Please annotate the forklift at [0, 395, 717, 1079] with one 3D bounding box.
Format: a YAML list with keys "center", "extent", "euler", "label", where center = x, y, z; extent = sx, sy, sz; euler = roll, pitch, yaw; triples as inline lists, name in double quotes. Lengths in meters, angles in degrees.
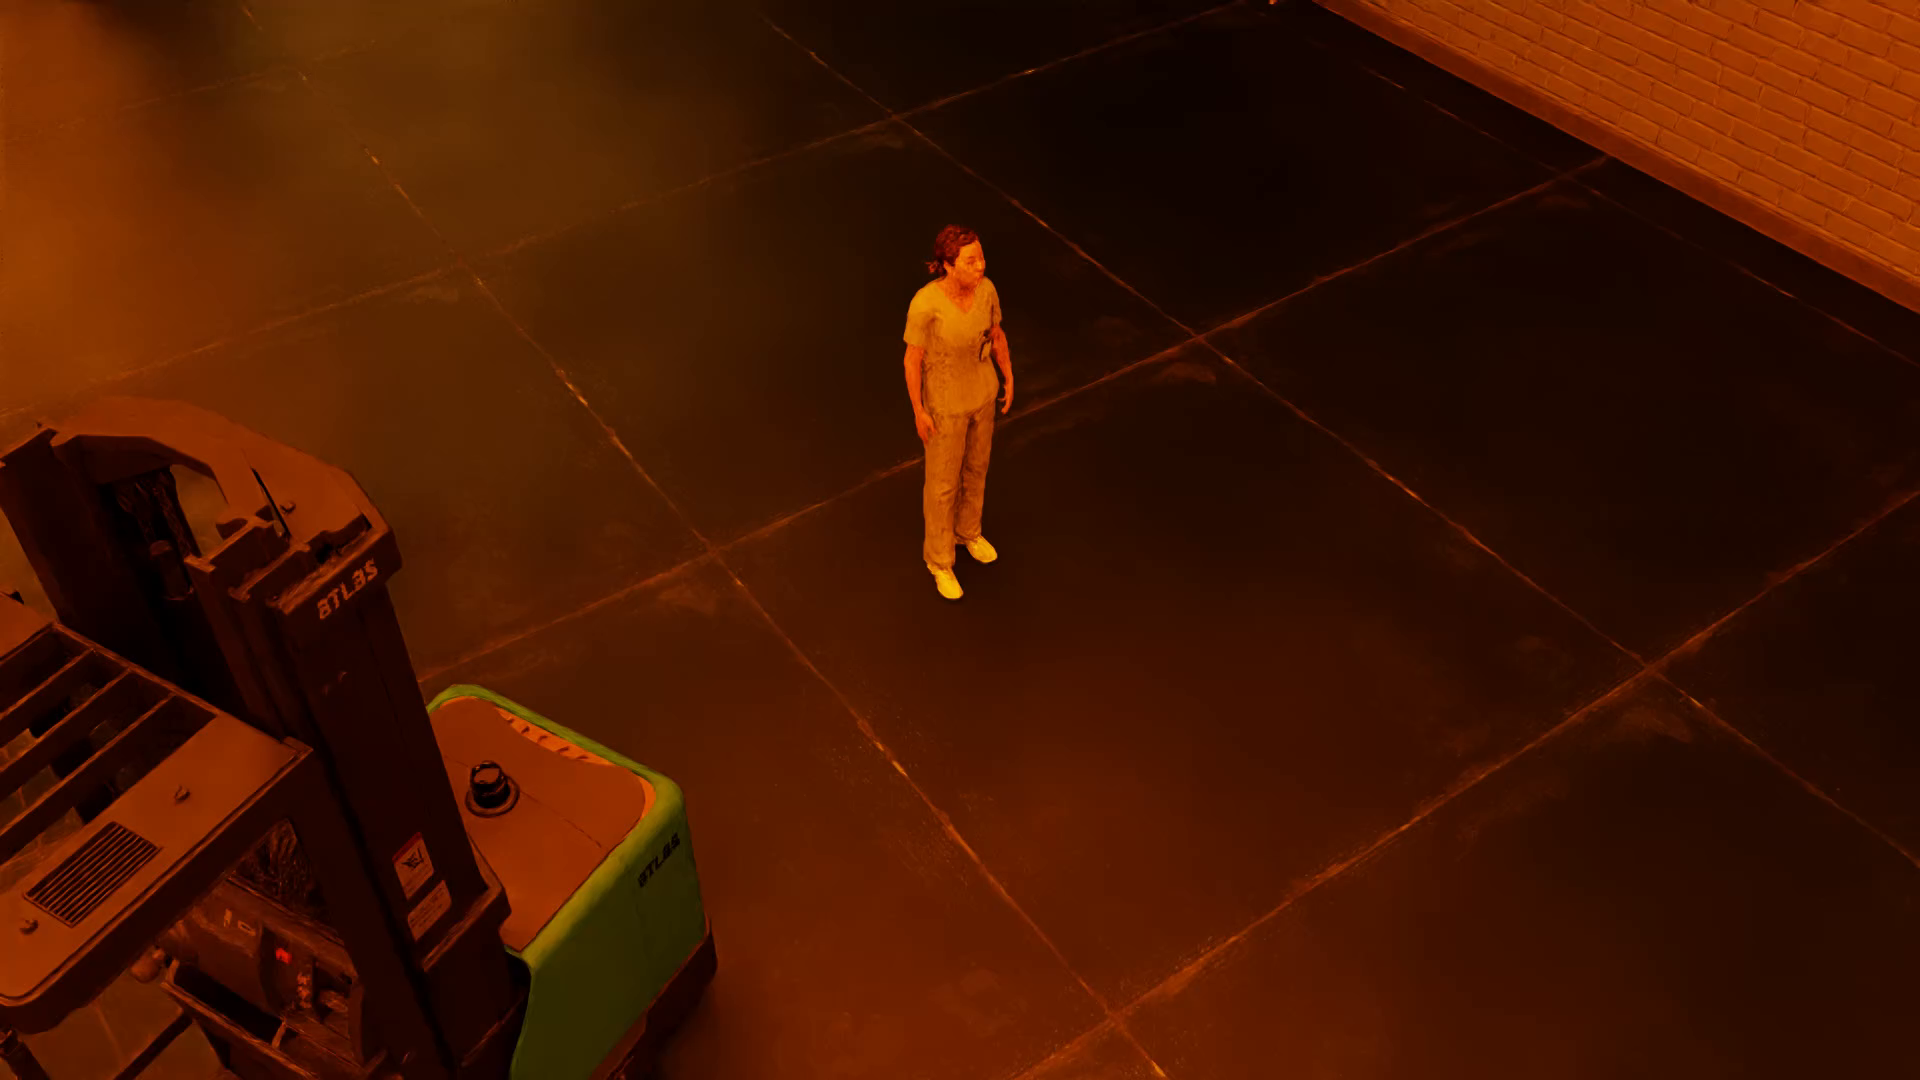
- center: [-2.061, 1.215, 4.397]
  extent: [1.130, 2.935, 3.031]
  euler: [21, 47, 22]
  label: "forklift"

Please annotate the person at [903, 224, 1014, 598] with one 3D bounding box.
- center: [0.031, -0.575, 7.256]
  extent: [0.550, 1.674, 0.548]
  euler: [-25, 48, -25]
  label: "person"
